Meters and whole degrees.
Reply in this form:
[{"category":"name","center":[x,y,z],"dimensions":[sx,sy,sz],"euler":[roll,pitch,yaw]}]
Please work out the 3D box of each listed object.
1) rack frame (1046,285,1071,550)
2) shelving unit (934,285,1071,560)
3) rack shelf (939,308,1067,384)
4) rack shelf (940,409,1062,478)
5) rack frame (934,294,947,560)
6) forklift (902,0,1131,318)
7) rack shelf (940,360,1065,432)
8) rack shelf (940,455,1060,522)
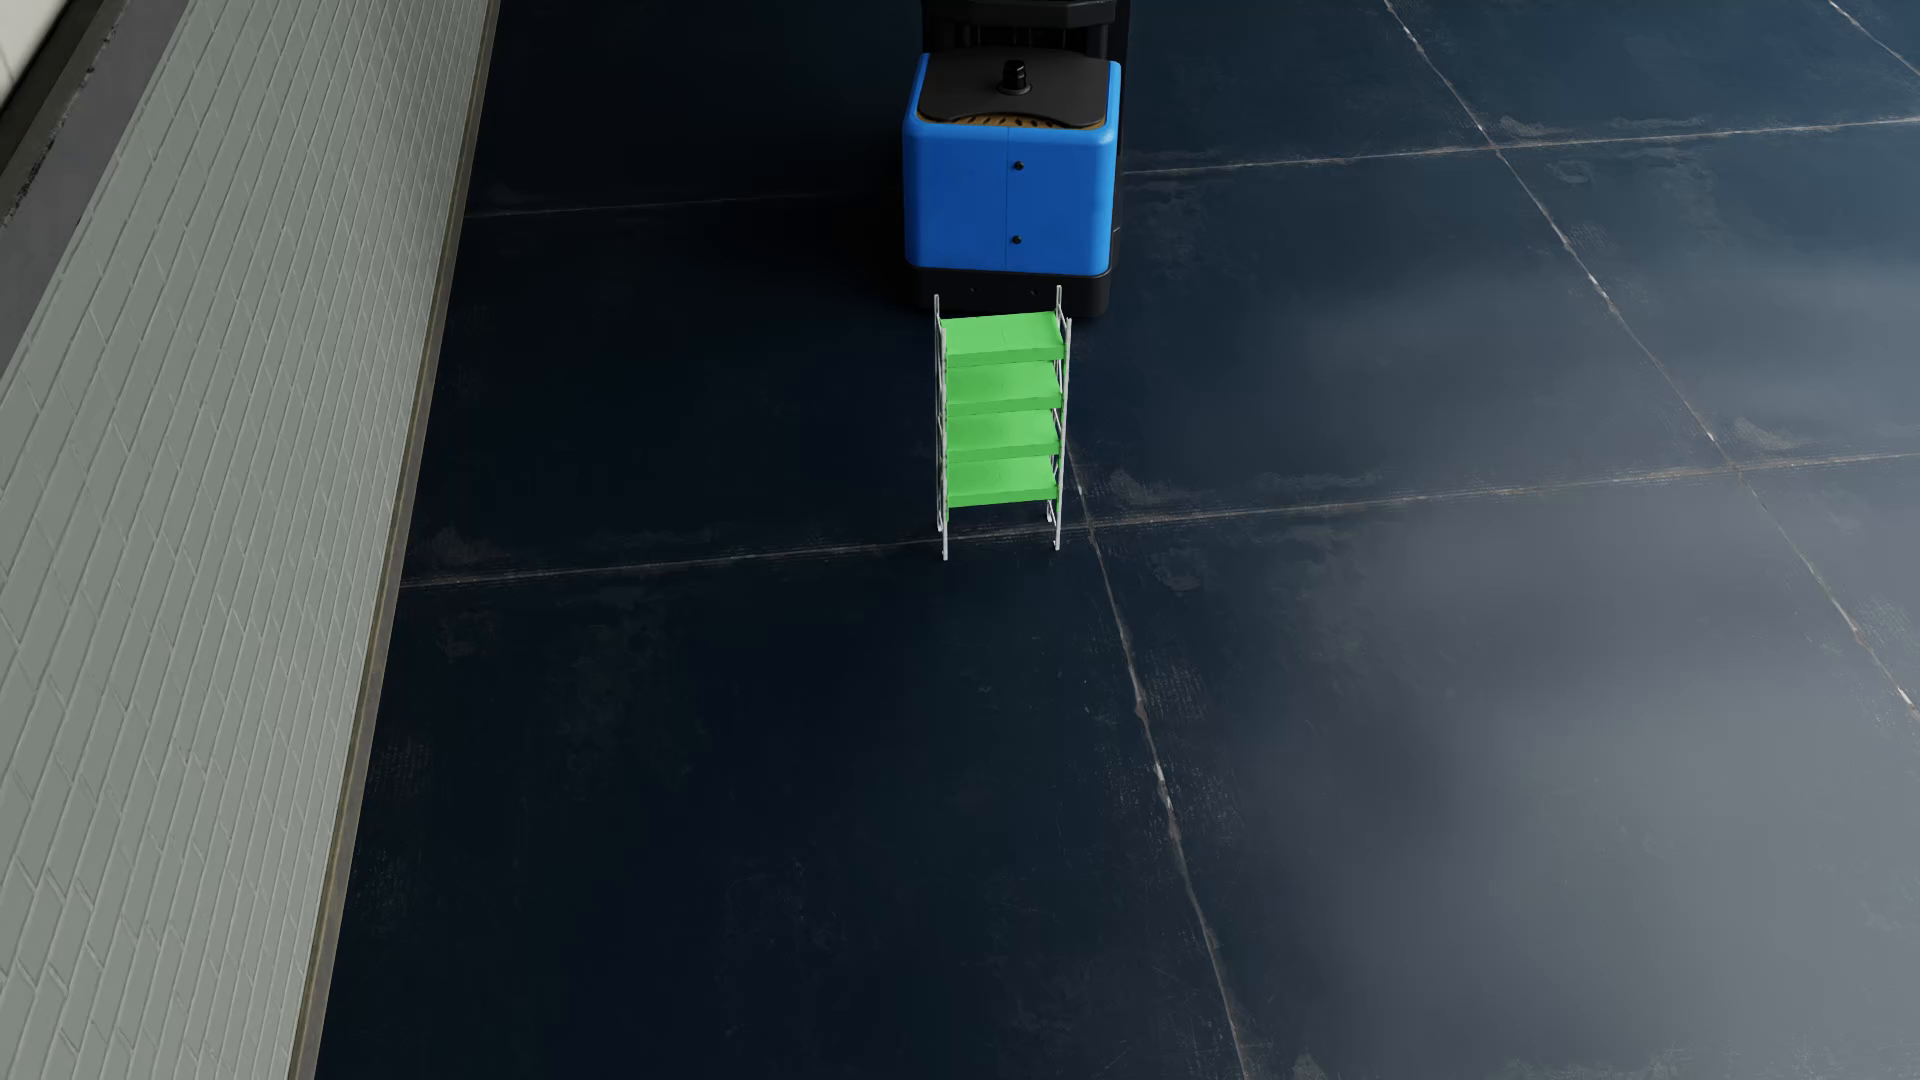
[{"category":"rack frame","center":[0.406,-0.481,6.888],"dimensions":[0.015,1.200,0.240],"euler":[-5,42,-6]},{"category":"shelving unit","center":[0.164,-0.460,6.864],"dimensions":[0.503,1.200,0.258],"euler":[-5,42,-6]},{"category":"rack shelf","center":[0.164,-0.769,6.585],"dimensions":[0.480,0.148,0.258],"euler":[-5,42,-6]},{"category":"rack shelf","center":[0.164,-0.412,6.907],"dimensions":[0.480,0.148,0.258],"euler":[-5,42,-6]},{"category":"rack frame","center":[-0.078,-0.439,6.841],"dimensions":[0.015,1.200,0.240],"euler":[-5,42,-6]},{"category":"forklift","center":[0.368,-3.193,8.602],"dimensions":[1.130,2.935,3.031],"euler":[4,42,4]},{"category":"rack shelf","center":[0.164,-0.591,6.746],"dimensions":[0.480,0.148,0.258],"euler":[-5,42,-6]},{"category":"rack shelf","center":[0.164,-0.234,7.068],"dimensions":[0.480,0.148,0.258],"euler":[-5,42,-6]}]
